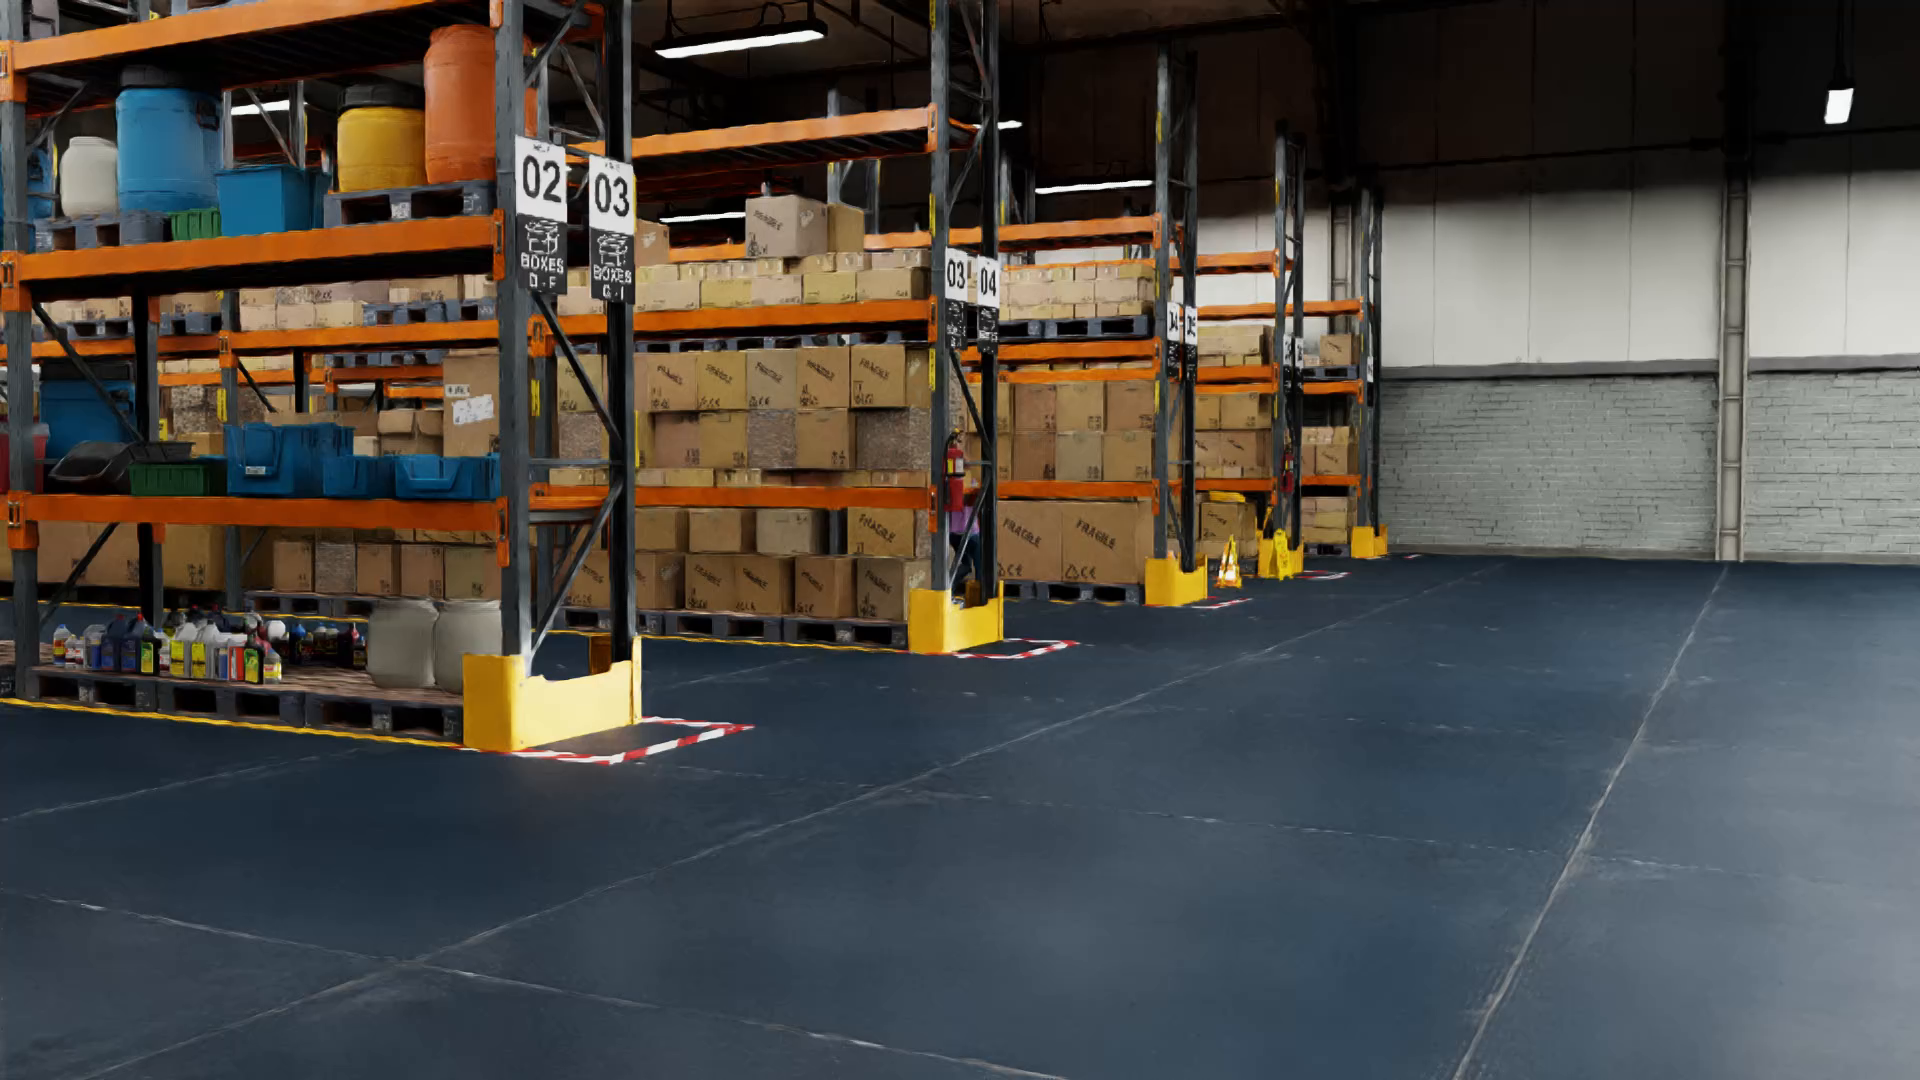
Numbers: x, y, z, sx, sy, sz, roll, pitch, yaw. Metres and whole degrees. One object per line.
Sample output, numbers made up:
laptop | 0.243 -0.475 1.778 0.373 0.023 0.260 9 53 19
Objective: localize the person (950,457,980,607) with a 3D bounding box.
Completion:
person | 0.088 -0.013 16.405 0.542 1.503 0.435 1 3 29
